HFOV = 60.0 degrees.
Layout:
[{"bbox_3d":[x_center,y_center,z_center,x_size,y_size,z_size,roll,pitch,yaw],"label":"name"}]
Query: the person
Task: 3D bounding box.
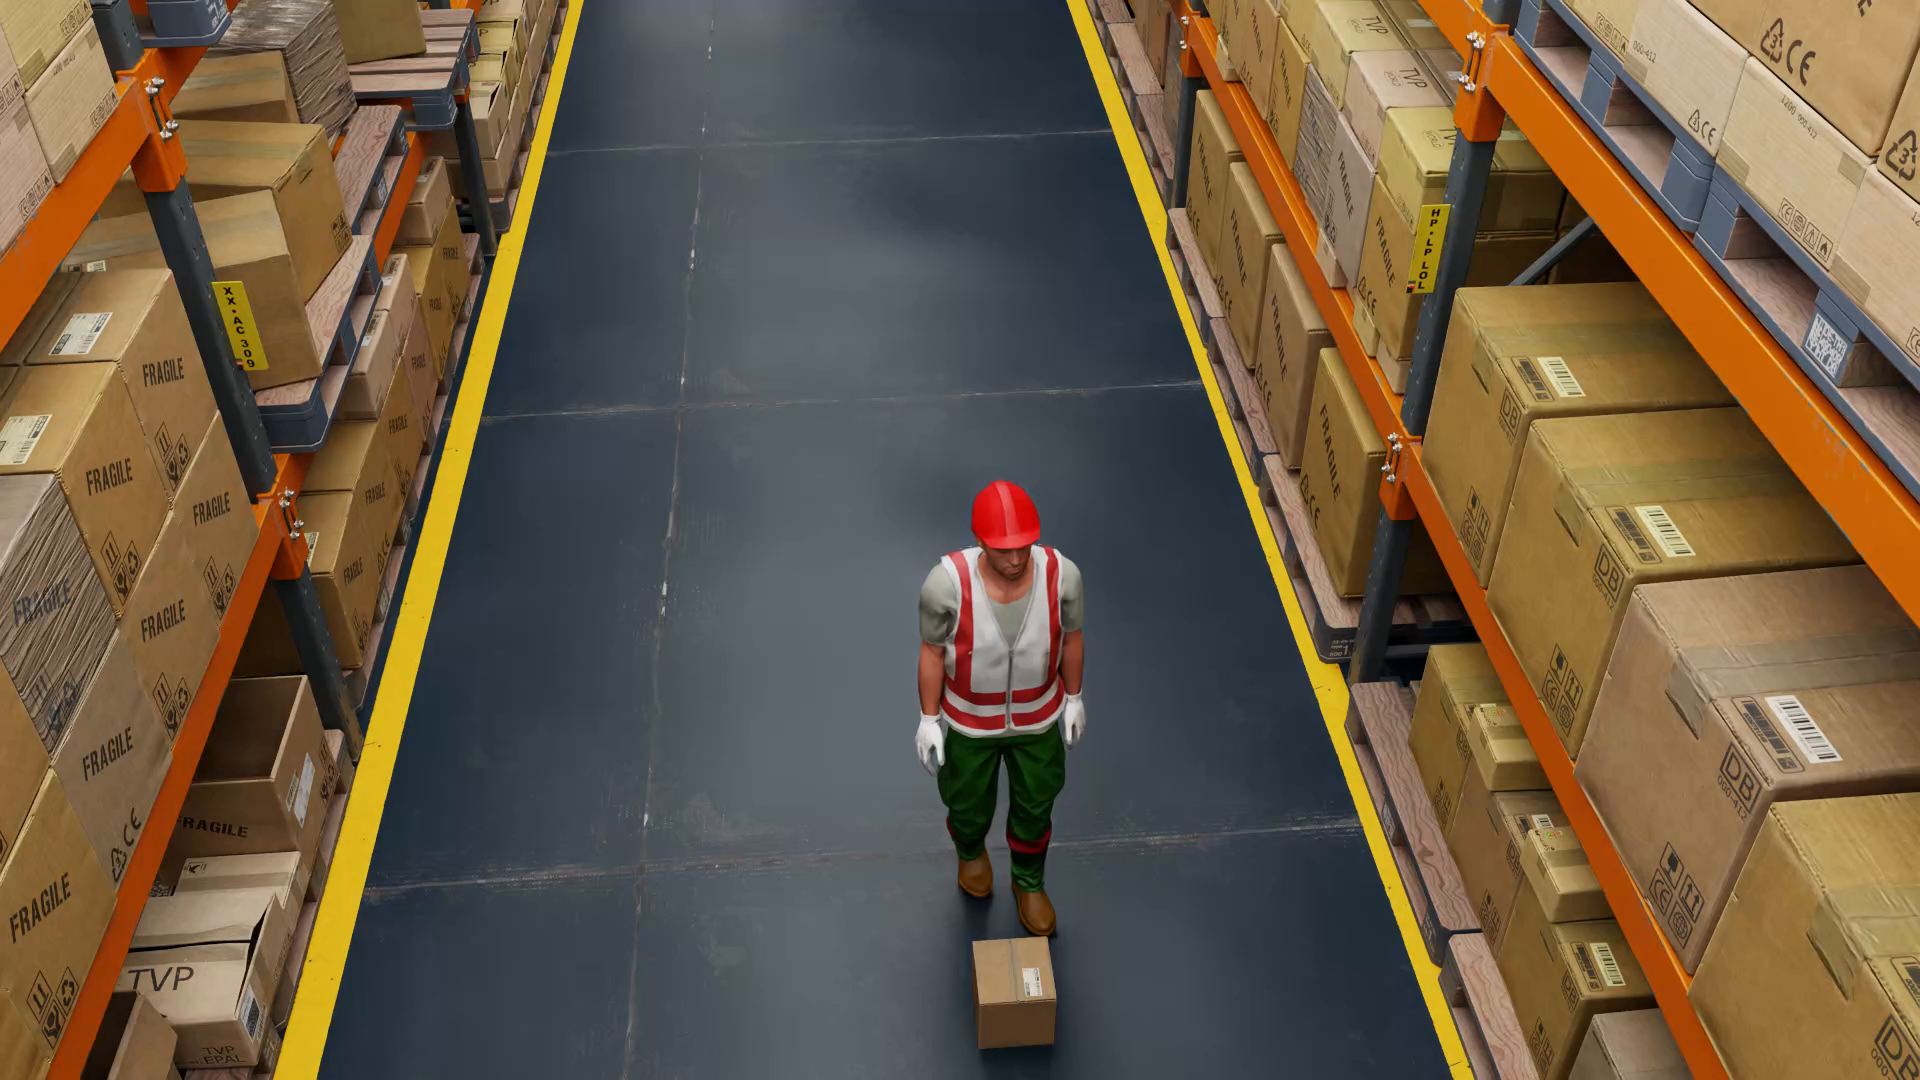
[{"bbox_3d":[0.134,0.569,5.401,0.579,1.791,0.468,-6,39,-7],"label":"person"}]
